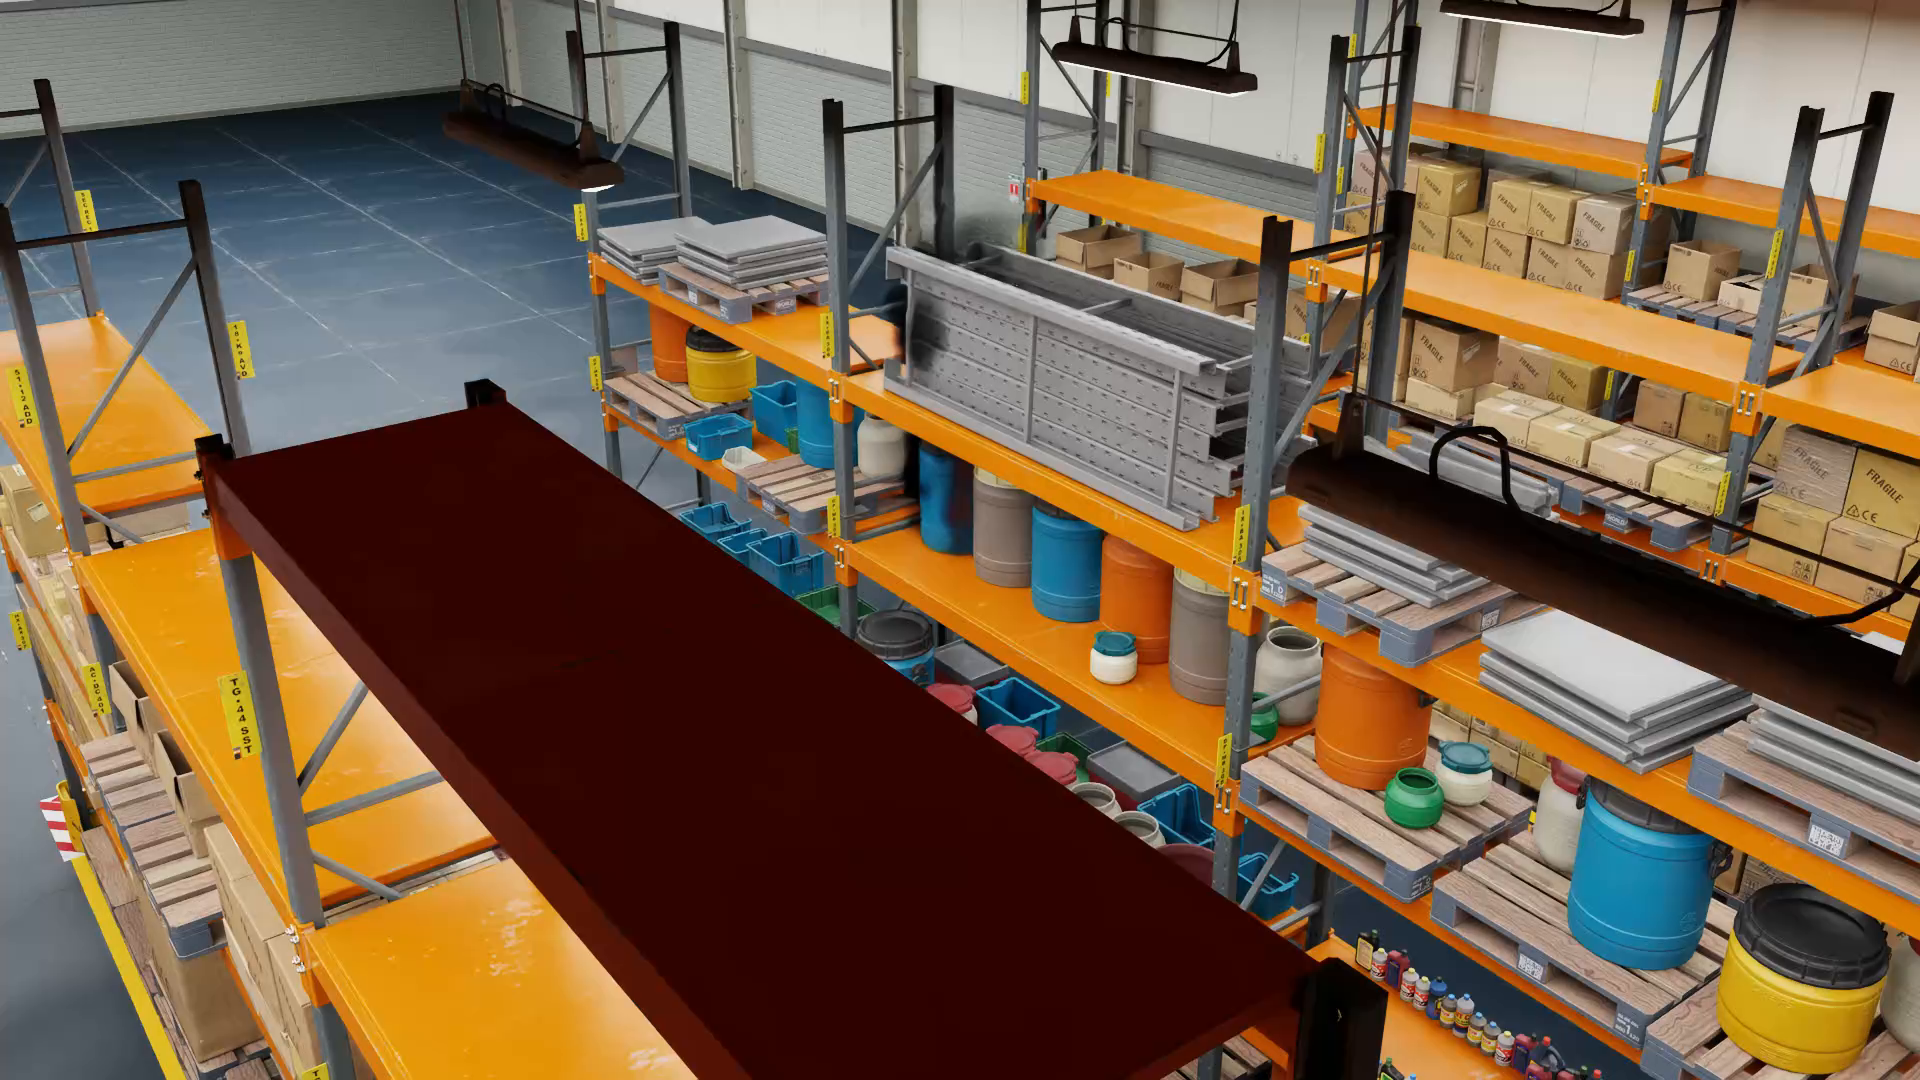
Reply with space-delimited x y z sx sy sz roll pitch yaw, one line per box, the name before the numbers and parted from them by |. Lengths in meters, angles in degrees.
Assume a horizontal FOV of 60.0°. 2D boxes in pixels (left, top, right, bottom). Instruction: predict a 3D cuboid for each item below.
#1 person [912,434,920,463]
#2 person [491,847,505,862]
person | -0.582 -1.363 19.989 0.725 1.730 0.581 -2 25 -5
person | -3.445 1.985 12.033 0.594 1.690 0.565 17 30 33
